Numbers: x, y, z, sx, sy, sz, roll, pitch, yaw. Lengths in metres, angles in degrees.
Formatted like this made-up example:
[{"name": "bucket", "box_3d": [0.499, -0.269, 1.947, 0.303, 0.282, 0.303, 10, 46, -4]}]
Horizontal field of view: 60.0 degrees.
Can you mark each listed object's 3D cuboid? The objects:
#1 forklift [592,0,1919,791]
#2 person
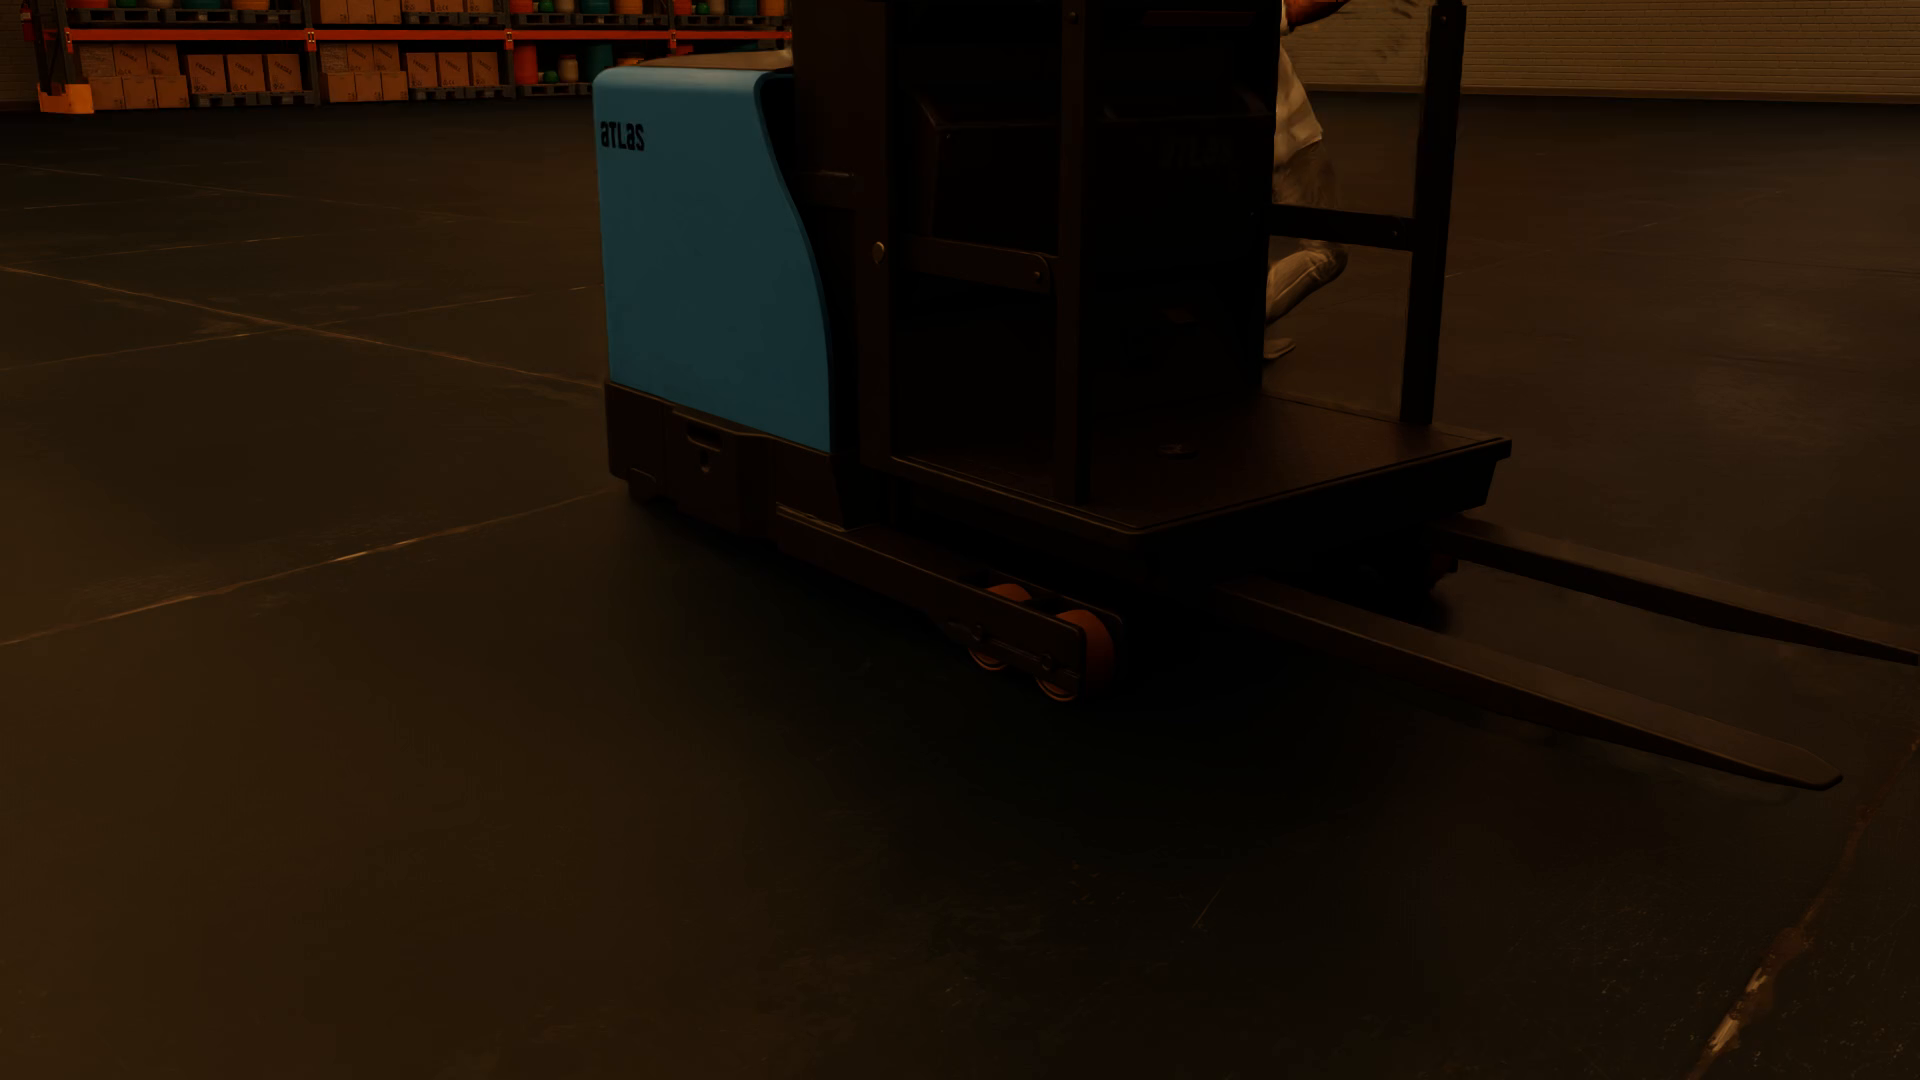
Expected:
[{"name": "forklift", "box_3d": [0.412, -1.275, 3.096, 1.130, 2.935, 3.031, -13, 21, -37]}, {"name": "person", "box_3d": [1.036, -1.445, 5.848, 0.702, 1.622, 1.089, -9, 19, -28]}]
